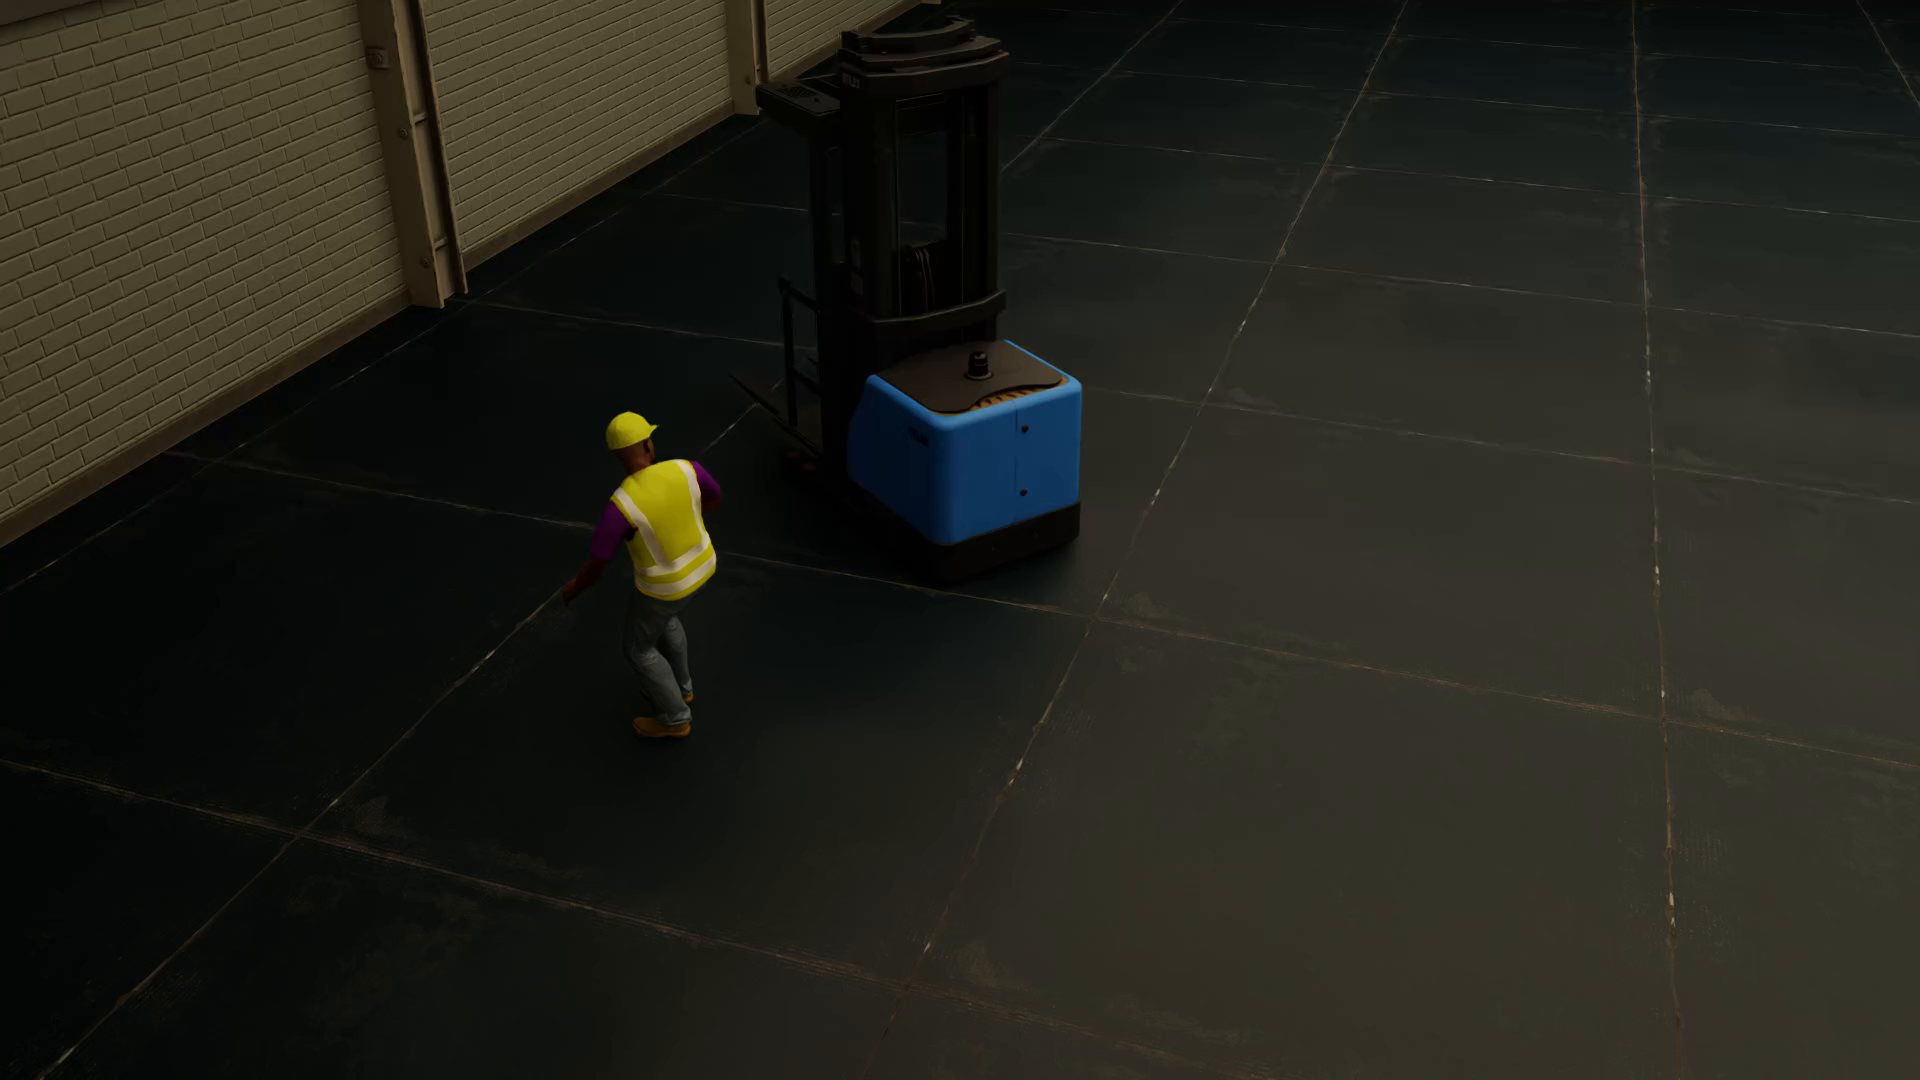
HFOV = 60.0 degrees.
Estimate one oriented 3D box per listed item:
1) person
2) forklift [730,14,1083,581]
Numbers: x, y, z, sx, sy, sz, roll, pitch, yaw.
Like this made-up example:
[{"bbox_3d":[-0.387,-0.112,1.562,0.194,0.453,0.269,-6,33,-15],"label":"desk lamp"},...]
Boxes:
[{"bbox_3d":[-1.514,0.164,8.114,0.550,1.709,0.818,18,35,29],"label":"person"},{"bbox_3d":[-0.509,-1.722,10.158,1.130,2.935,3.031,-18,34,-29],"label":"forklift"}]
